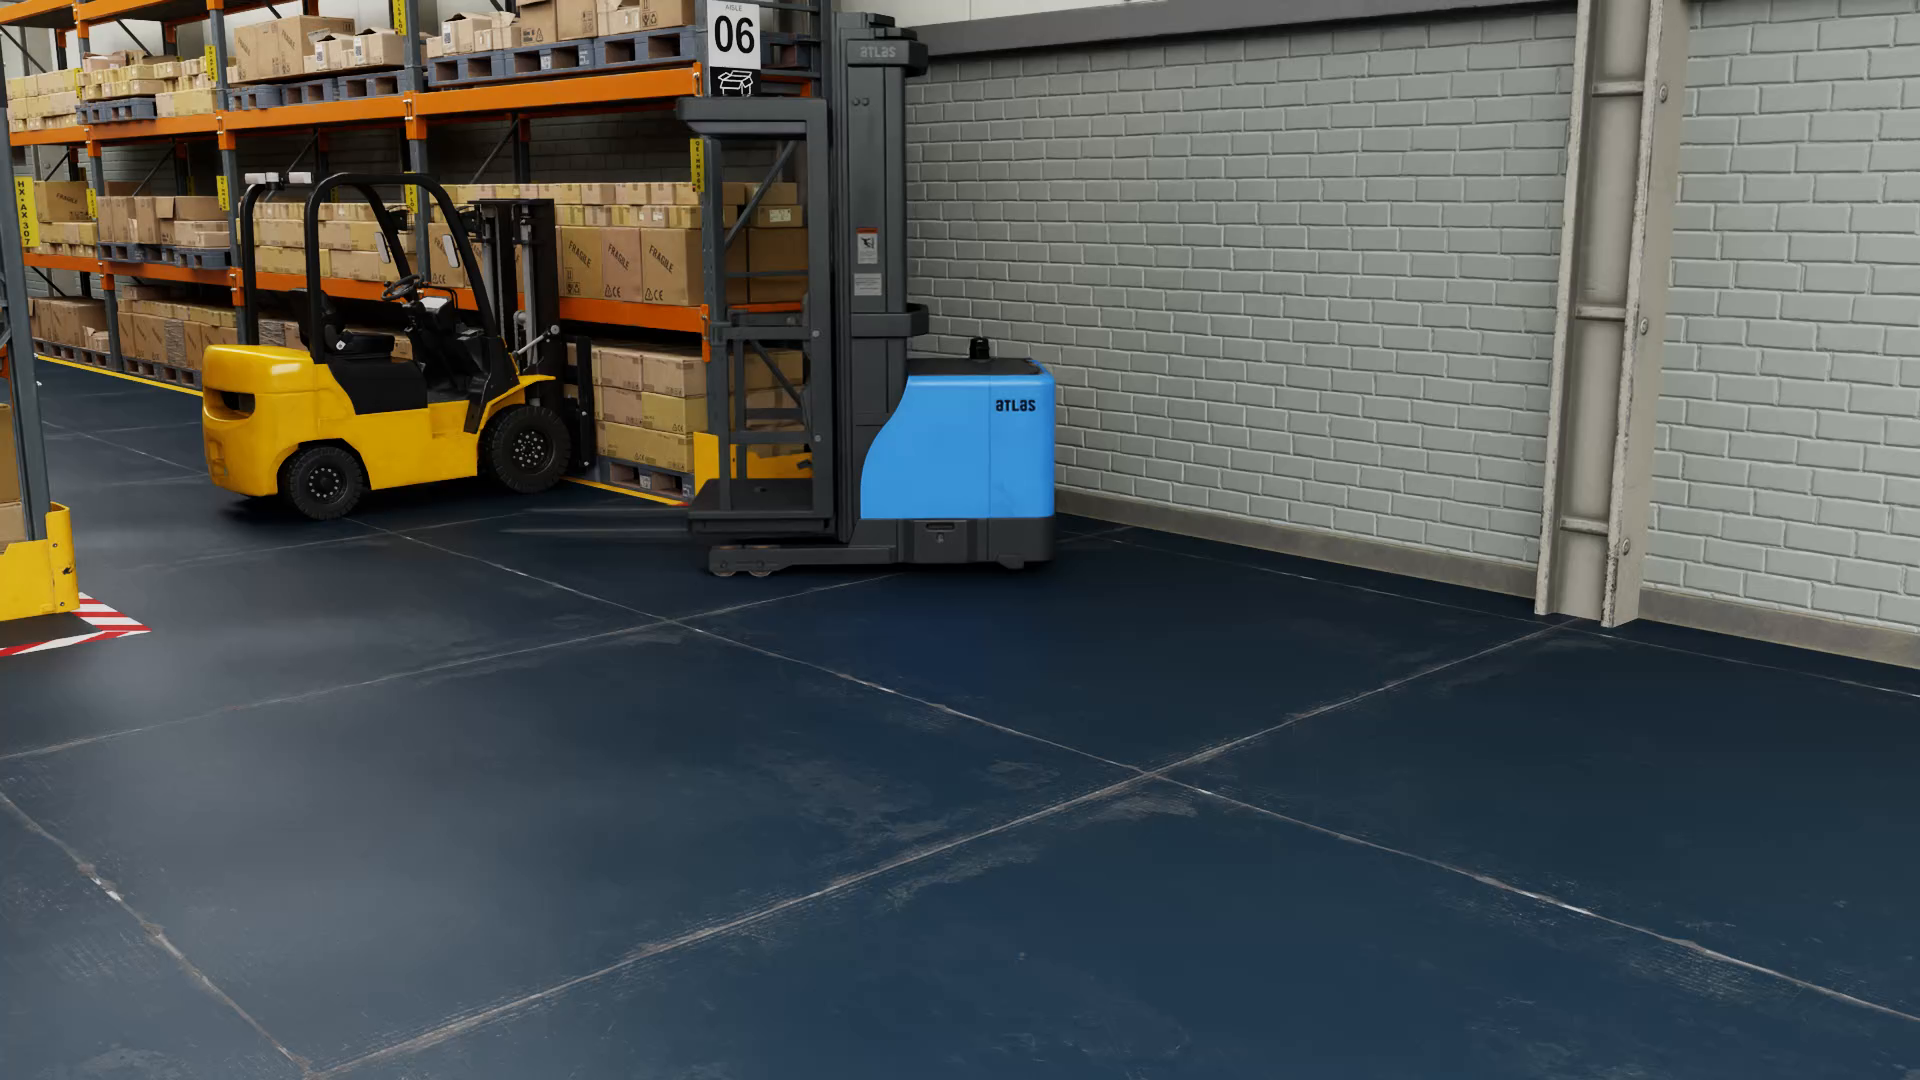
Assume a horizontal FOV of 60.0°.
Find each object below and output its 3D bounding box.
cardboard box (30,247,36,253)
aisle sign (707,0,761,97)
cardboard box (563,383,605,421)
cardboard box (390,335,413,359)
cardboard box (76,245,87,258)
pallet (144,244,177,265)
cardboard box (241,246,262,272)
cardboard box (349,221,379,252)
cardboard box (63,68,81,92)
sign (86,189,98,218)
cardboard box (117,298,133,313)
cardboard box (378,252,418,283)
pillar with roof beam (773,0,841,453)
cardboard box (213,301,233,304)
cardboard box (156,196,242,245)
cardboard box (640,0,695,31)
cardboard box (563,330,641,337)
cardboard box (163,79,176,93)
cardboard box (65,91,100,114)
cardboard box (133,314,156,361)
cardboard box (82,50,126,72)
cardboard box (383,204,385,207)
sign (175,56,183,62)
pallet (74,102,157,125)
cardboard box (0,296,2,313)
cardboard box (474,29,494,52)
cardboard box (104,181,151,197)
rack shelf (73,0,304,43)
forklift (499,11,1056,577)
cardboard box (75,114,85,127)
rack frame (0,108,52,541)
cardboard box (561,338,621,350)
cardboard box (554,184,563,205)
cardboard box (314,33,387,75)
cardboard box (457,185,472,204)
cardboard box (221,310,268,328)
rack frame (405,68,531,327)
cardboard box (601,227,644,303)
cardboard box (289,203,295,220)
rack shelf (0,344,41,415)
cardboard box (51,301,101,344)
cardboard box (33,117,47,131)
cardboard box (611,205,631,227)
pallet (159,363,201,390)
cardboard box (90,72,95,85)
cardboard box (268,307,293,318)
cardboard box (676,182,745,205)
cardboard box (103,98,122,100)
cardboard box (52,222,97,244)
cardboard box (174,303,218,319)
[{"bbox_3d":[-11.724,-3.768,21.388,0.380,0.149,0.250,-10,15,-41],"label":"cardboard box"},{"bbox_3d":[-1.416,-2.974,10.471,0.394,0.787,0.004,-11,16,-43],"label":"aisle sign"},{"bbox_3d":[-2.521,-1.030,12.011,0.500,0.250,0.500,-11,16,-44],"label":"cardboard box"},{"bbox_3d":[-4.380,-1.452,14.372,0.875,0.625,0.625,-10,15,-40],"label":"cardboard box"},{"bbox_3d":[-10.331,-3.461,19.897,0.380,0.149,0.250,-10,16,-41],"label":"cardboard box"},{"bbox_3d":[-8.120,-3.108,18.040,1.003,0.211,1.213,-11,16,-43],"label":"pallet"},{"bbox_3d":[-6.644,-2.747,16.181,0.500,0.250,0.500,-11,16,-42],"label":"cardboard box"},{"bbox_3d":[-4.896,-2.617,14.312,0.500,0.250,0.500,11,16,44],"label":"cardboard box"},{"bbox_3d":[-10.059,-5.329,19.306,0.500,0.250,0.500,-11,16,-42],"label":"cardboard box"},{"bbox_3d":[-9.923,-3.850,19.020,0.100,0.325,0.005,-11,16,-43],"label":"sign"},{"bbox_3d":[-9.481,-2.712,19.190,0.380,0.149,0.250,-10,15,-40],"label":"cardboard box"},{"bbox_3d":[-4.548,-2.299,14.008,0.500,0.250,0.500,-10,16,-41],"label":"cardboard box"},{"bbox_3d":[-4.191,-4.317,8.565,9.100,9.000,0.400,-11,16,-43],"label":"pillar with roof beam"},{"bbox_3d":[-8.149,-2.605,18.670,0.380,0.149,0.250,-11,16,-42],"label":"cardboard box"},{"bbox_3d":[-8.035,-3.388,17.624,0.637,0.503,0.797,11,16,44],"label":"cardboard box"},{"bbox_3d":[-1.731,-3.555,10.762,0.500,0.500,0.500,-10,15,-41],"label":"cardboard box"},{"bbox_3d":[-2.831,-1.491,13.013,0.500,0.250,0.500,-11,16,-42],"label":"cardboard box"},{"bbox_3d":[-8.062,-4.720,17.336,0.380,0.149,0.250,-10,15,-41],"label":"cardboard box"},{"bbox_3d":[-10.050,-5.080,19.334,0.500,0.250,0.500,-11,16,-42],"label":"cardboard box"},{"bbox_3d":[-8.990,-2.306,18.824,0.500,0.500,0.500,-11,16,-43],"label":"cardboard box"},{"bbox_3d":[-9.580,-5.359,18.628,0.396,0.266,0.258,-11,16,-43],"label":"cardboard box"},{"bbox_3d":[-4.730,-2.799,14.208,0.380,0.149,0.250,-11,16,-43],"label":"cardboard box"},{"bbox_3d":[-9.137,-5.496,19.463,0.100,0.325,0.005,-11,16,-43],"label":"sign"},{"bbox_3d":[-9.136,-4.775,18.686,1.213,0.211,1.003,-11,16,-43],"label":"pallet"},{"bbox_3d":[-4.963,-1.362,8.102,0.500,0.500,0.500,-11,16,-43],"label":"cardboard box"},{"bbox_3d":[-3.390,-3.716,12.415,0.380,0.149,0.250,-10,15,-41],"label":"cardboard box"},{"bbox_3d":[-10.372,-4.197,20.624,0.500,0.500,0.500,11,16,44],"label":"cardboard box"},{"bbox_3d":[-8.155,-5.601,17.570,1.077,0.370,4.000,-11,16,-43],"label":"rack shelf"},{"bbox_3d":[-1.007,-1.343,9.168,3.031,2.935,1.130,0,12,-2],"label":"forklift"},{"bbox_3d":[-9.998,-4.860,19.257,0.380,0.149,0.250,-11,16,-43],"label":"cardboard box"},{"bbox_3d":[-4.836,-1.059,7.619,1.000,3.000,0.127,-11,16,-43],"label":"rack frame"},{"bbox_3d":[-2.850,-1.345,12.301,0.500,0.250,0.500,-11,16,-44],"label":"cardboard box"},{"bbox_3d":[-2.712,-2.510,12.067,0.380,0.149,0.250,-11,16,-42],"label":"cardboard box"},{"bbox_3d":[-5.217,-4.199,14.358,0.500,0.311,0.500,11,16,43],"label":"cardboard box"},{"bbox_3d":[-3.747,-2.737,13.168,0.380,0.149,0.250,-11,16,-42],"label":"cardboard box"},{"bbox_3d":[-7.298,-2.255,16.969,0.250,0.149,0.380,11,16,42],"label":"cardboard box"},{"bbox_3d":[-4.011,-2.335,13.812,1.000,3.000,0.127,-11,16,-43],"label":"rack frame"},{"bbox_3d":[-2.130,-1.913,11.514,0.500,0.500,0.500,-10,15,-41],"label":"cardboard box"},{"bbox_3d":[-6.000,-3.056,15.458,0.380,0.149,0.250,-11,16,-42],"label":"cardboard box"},{"bbox_3d":[-6.218,-0.999,9.108,1.077,0.370,4.000,-11,16,-43],"label":"rack shelf"},{"bbox_3d":[-11.089,-2.744,20.951,0.500,0.500,0.500,-11,16,-42],"label":"cardboard box"},{"bbox_3d":[-11.082,-5.081,20.328,0.380,0.149,0.250,-10,16,-41],"label":"cardboard box"},{"bbox_3d":[-2.187,-2.247,11.529,0.380,0.149,0.250,-11,16,-43],"label":"cardboard box"},{"bbox_3d":[-8.100,-1.845,18.346,1.003,0.211,1.213,-11,16,-43],"label":"pallet"},{"bbox_3d":[-9.411,-5.115,18.471,0.380,0.149,0.250,-11,16,-42],"label":"cardboard box"},{"bbox_3d":[-7.072,-2.380,17.577,0.380,0.149,0.250,-10,15,-41],"label":"cardboard box"},{"bbox_3d":[-1.649,-2.287,10.985,0.380,0.149,0.250,-11,16,-42],"label":"cardboard box"},{"bbox_3d":[-9.218,-4.939,18.349,0.380,0.149,0.250,-11,16,-42],"label":"cardboard box"},{"bbox_3d":[-10.756,-3.761,20.367,0.500,0.250,0.500,-11,16,-43],"label":"cardboard box"},{"bbox_3d":[-8.326,-2.495,18.136,0.380,0.149,0.250,-11,16,-42],"label":"cardboard box"}]
